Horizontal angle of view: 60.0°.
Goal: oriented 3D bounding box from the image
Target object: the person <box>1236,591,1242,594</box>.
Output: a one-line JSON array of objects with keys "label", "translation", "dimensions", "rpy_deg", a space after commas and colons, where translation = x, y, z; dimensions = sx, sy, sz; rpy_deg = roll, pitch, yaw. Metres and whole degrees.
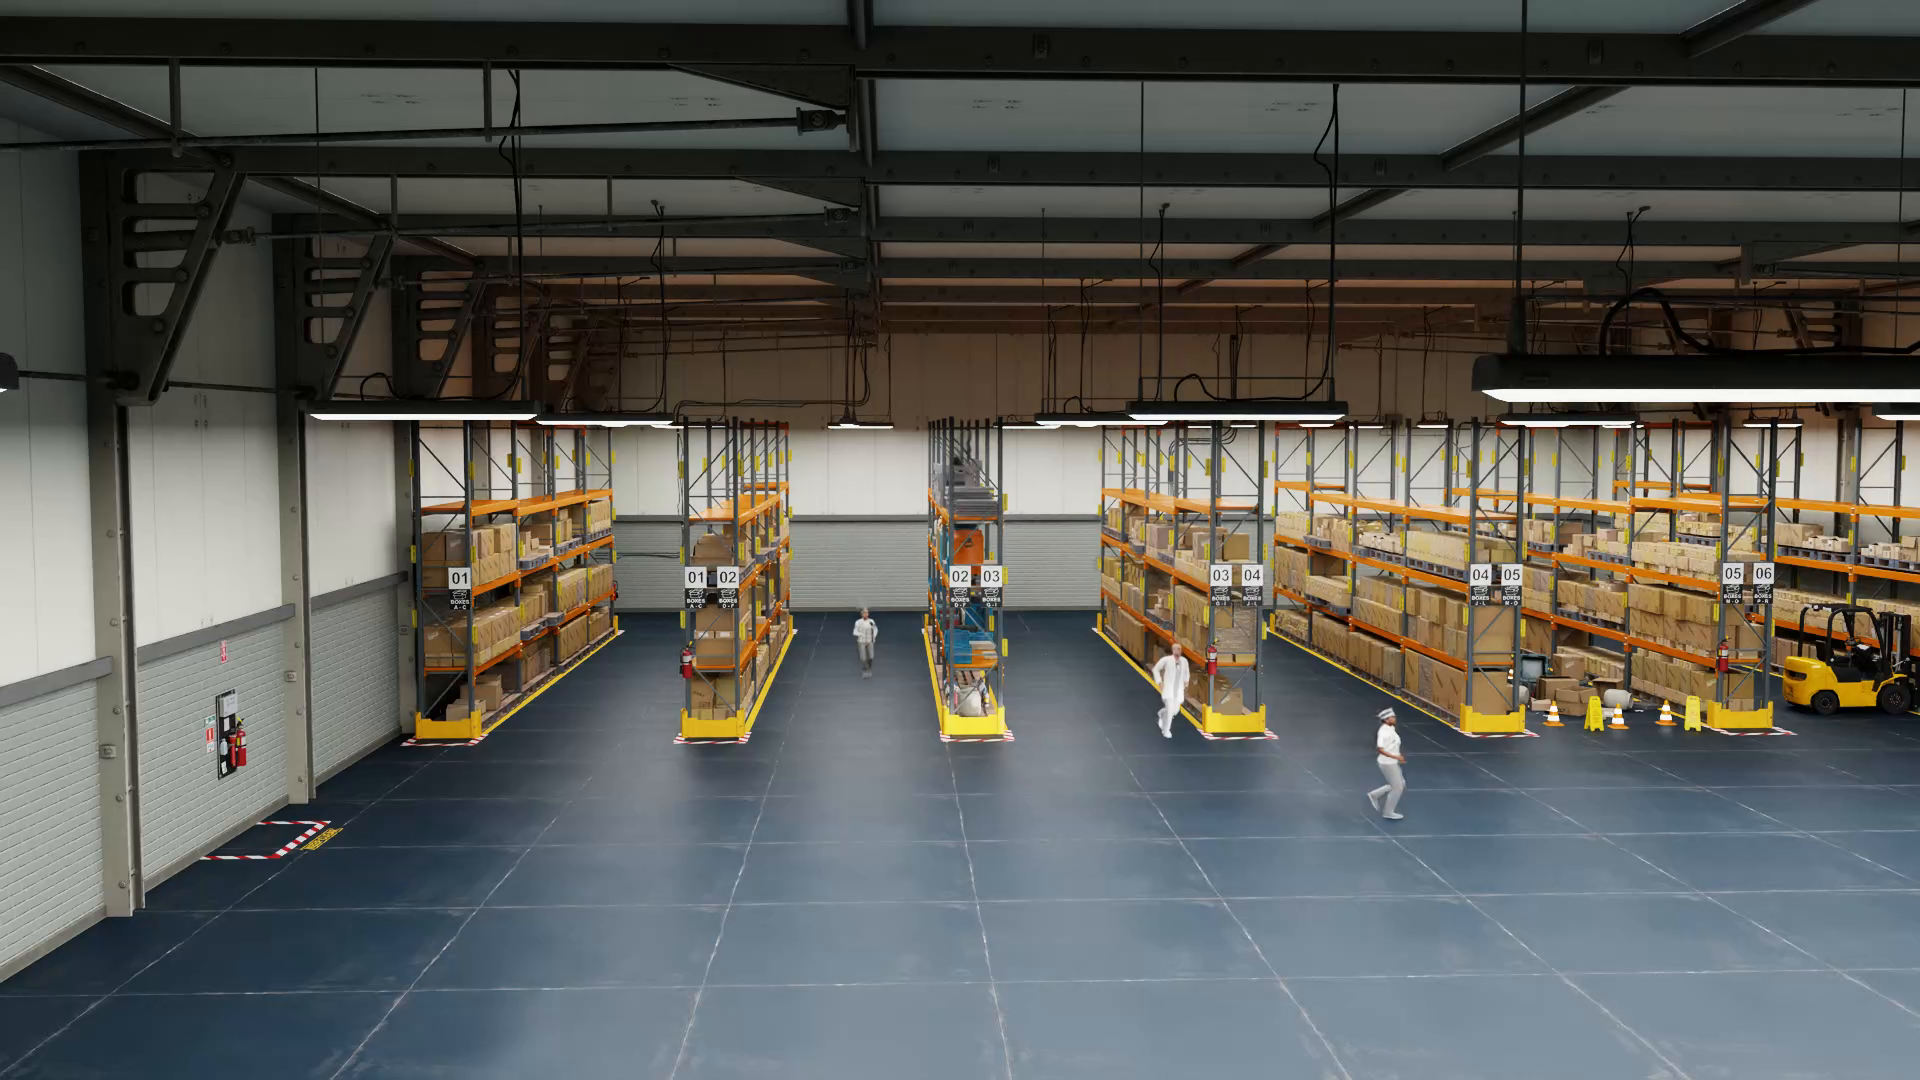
[{"label": "person", "translation": [7.685, 1.841, 46.888], "dimensions": [0.742, 1.643, 0.601], "rpy_deg": [1, 4, 20]}]

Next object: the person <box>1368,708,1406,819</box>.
[{"label": "person", "translation": [6.335, 3.292, 24.589], "dimensions": [0.563, 1.644, 0.573], "rpy_deg": [1, 4, 22]}]

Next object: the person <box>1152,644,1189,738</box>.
[{"label": "person", "translation": [4.010, 2.827, 31.497], "dimensions": [0.758, 1.745, 0.764], "rpy_deg": [-1, 4, -20]}]

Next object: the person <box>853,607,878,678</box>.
[{"label": "person", "translation": [-2.158, 2.374, 38.422], "dimensions": [0.591, 1.656, 0.598], "rpy_deg": [-1, 4, -12]}]
